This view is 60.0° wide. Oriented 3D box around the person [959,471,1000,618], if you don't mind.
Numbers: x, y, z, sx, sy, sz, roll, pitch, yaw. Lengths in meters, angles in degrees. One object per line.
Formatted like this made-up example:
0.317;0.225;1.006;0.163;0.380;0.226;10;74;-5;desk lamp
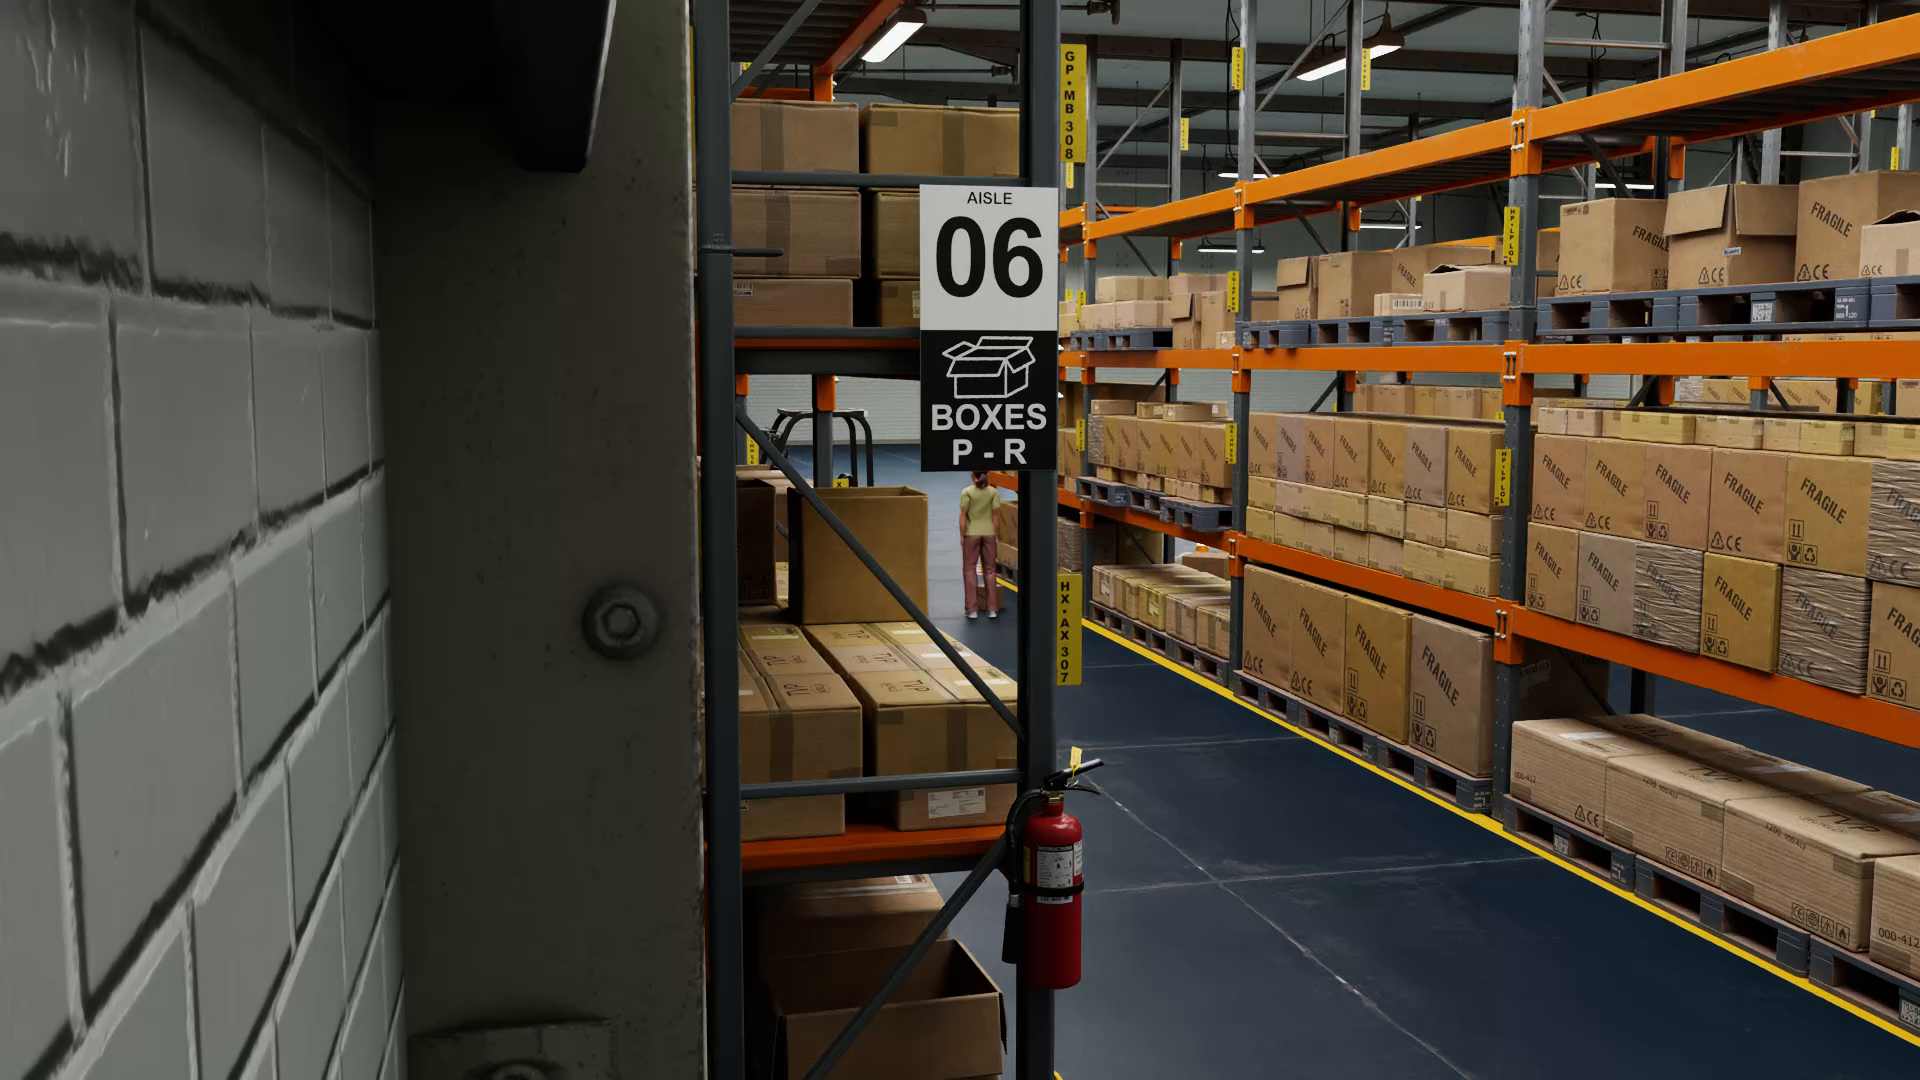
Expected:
0.201;-0.010;17.555;0.441;1.672;0.359;-1;6;-12;person
